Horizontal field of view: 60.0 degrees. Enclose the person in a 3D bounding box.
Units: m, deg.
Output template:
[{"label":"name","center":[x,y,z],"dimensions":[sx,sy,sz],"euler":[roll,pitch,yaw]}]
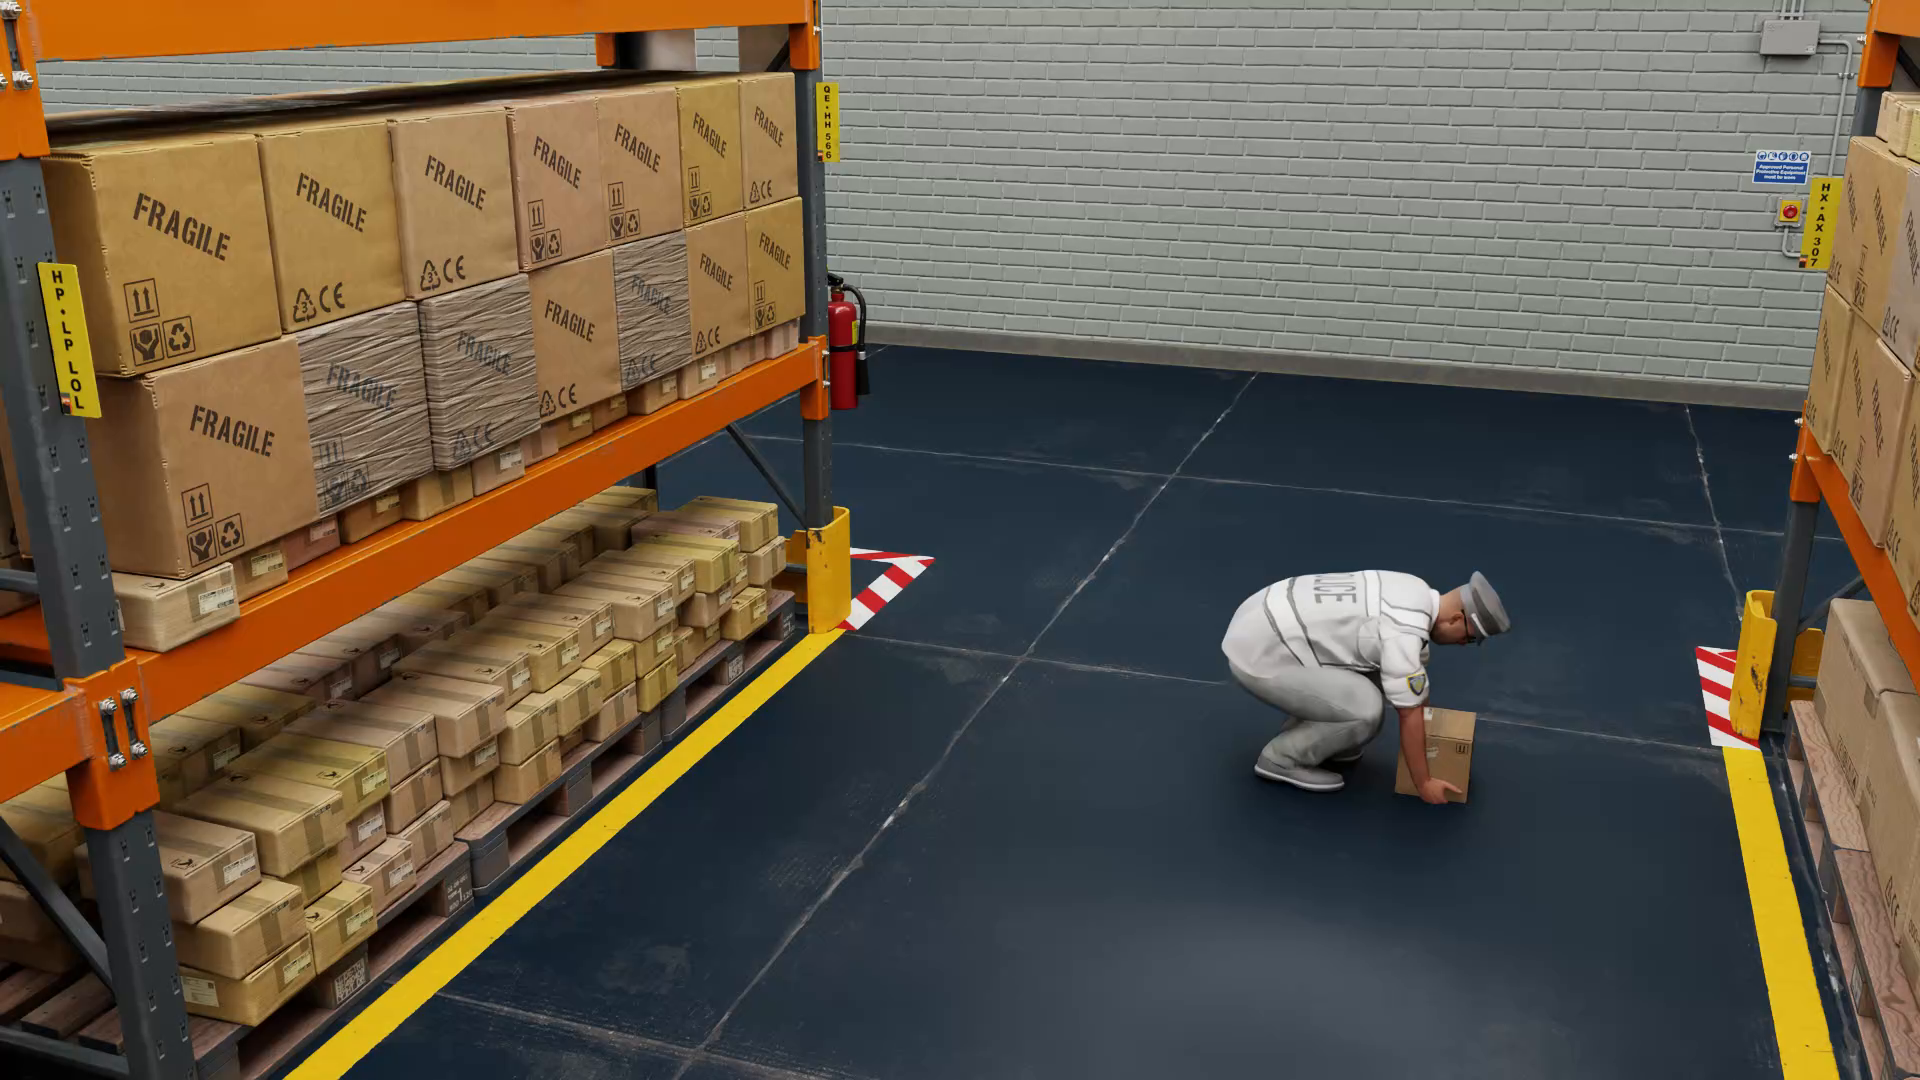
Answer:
[{"label":"person","center":[1.471,0.501,6.092],"dimensions":[1.009,0.845,0.534],"euler":[6,19,17]}]
